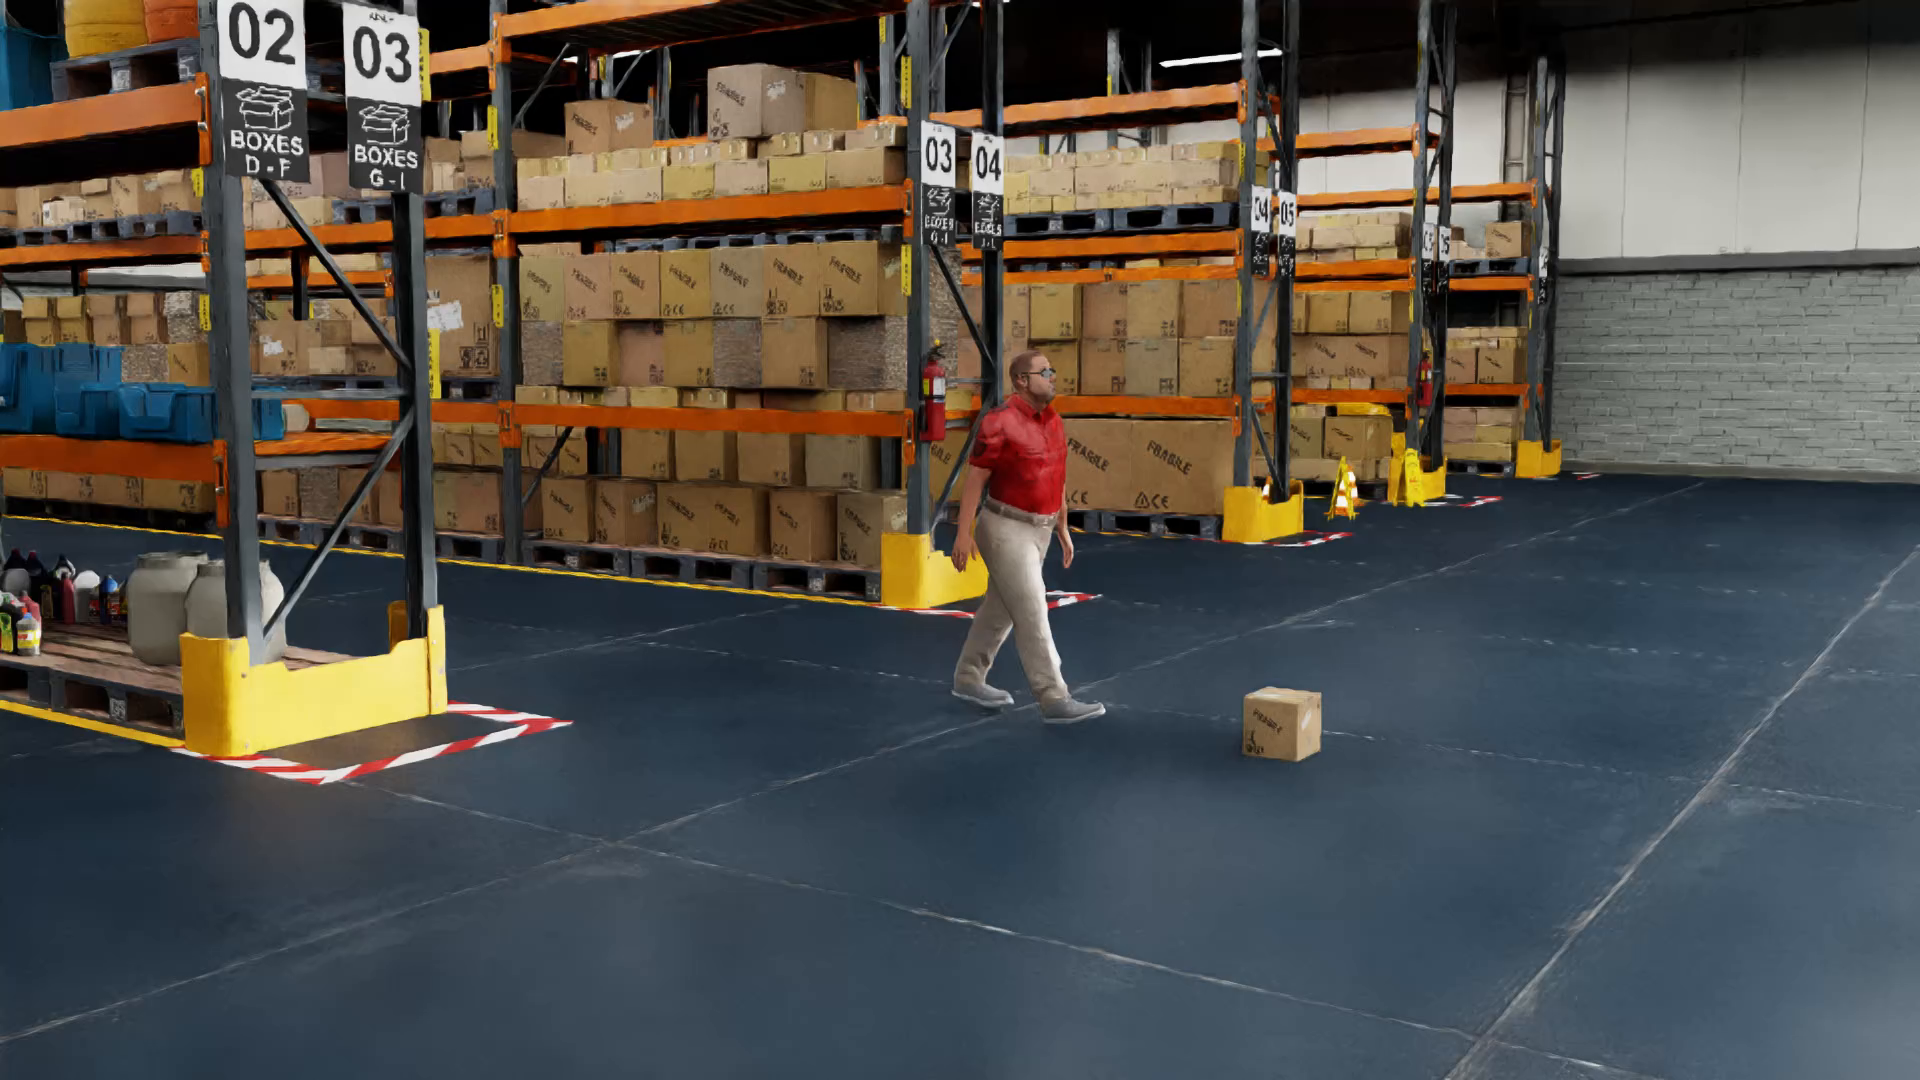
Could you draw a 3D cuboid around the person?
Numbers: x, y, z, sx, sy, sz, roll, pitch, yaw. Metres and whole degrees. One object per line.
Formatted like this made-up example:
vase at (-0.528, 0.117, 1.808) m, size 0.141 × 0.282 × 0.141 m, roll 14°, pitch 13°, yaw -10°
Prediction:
person at (0.335, -0.028, 7.630) m, size 0.957 × 1.675 × 0.558 m, roll 4°, pitch 8°, yaw 34°
